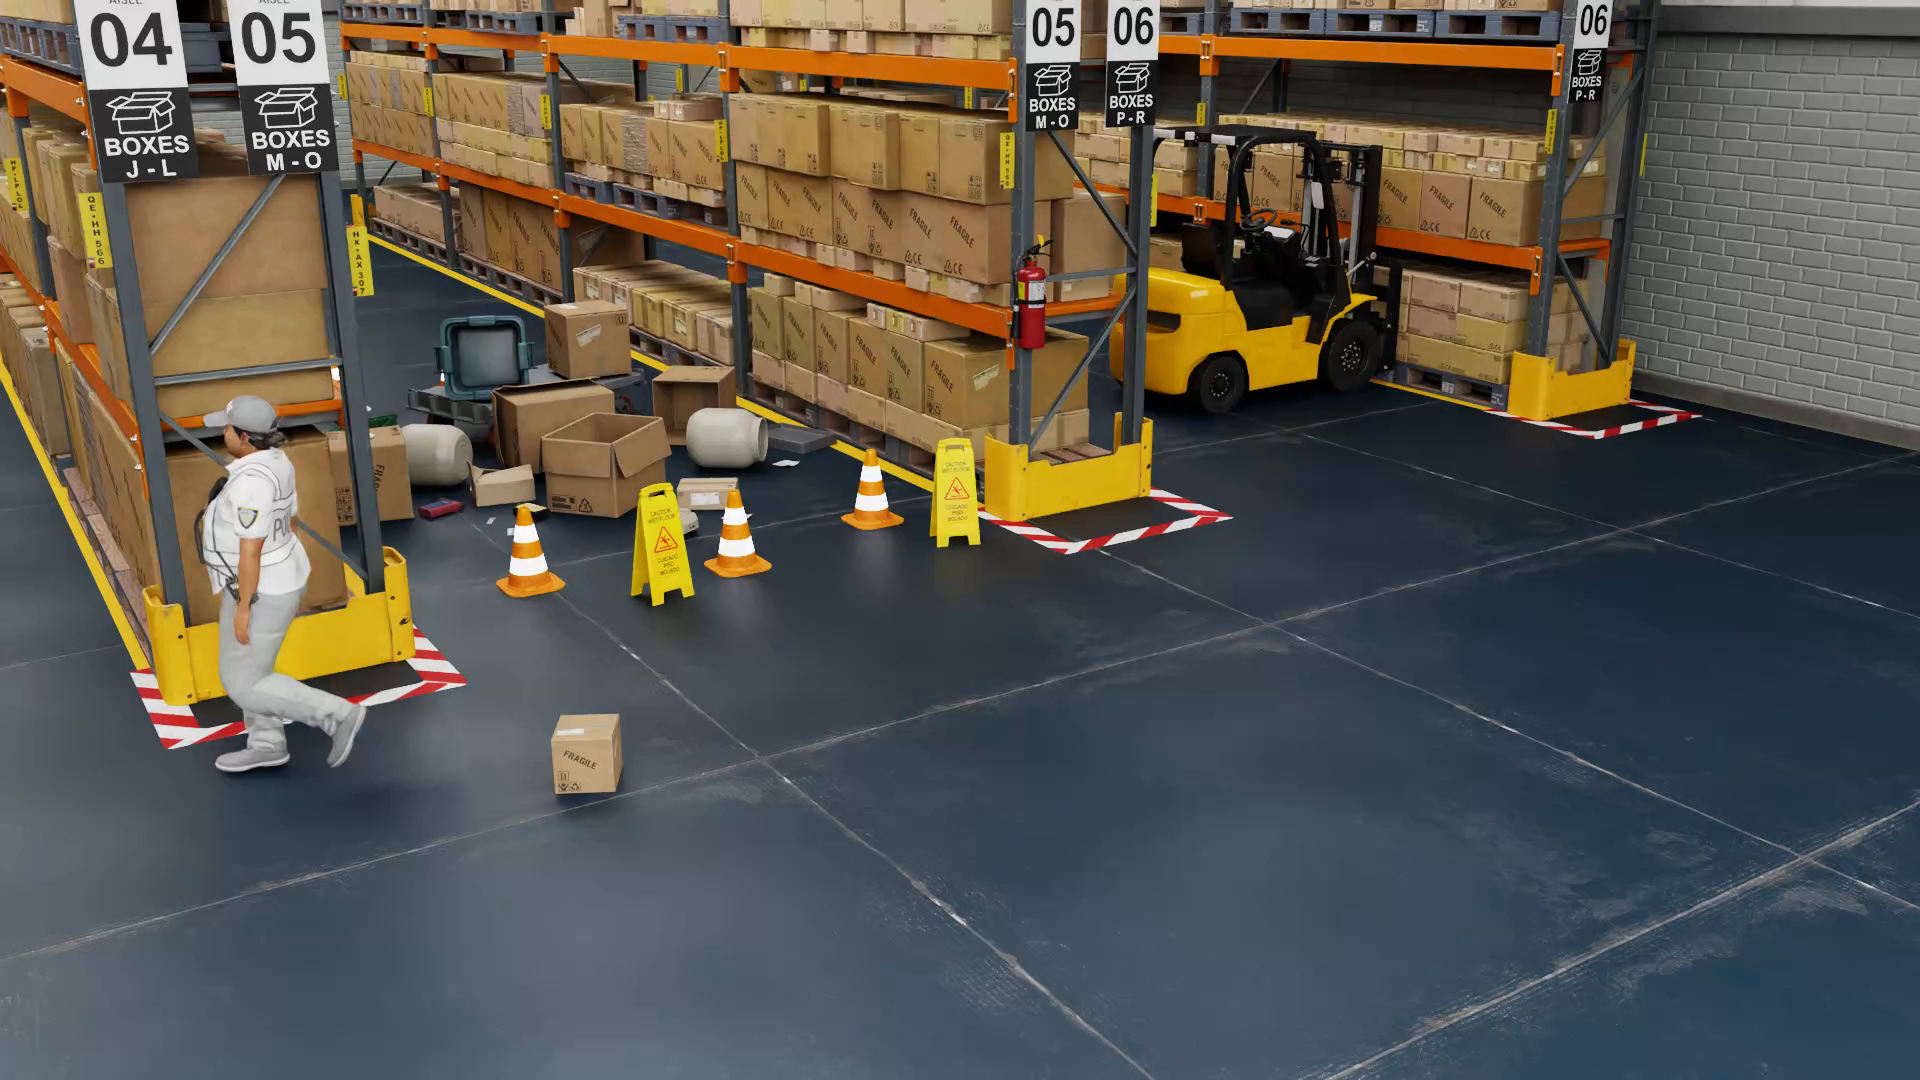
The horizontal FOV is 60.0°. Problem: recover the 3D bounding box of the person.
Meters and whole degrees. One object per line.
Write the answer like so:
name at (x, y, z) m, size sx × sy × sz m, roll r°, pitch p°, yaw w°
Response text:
person at (-2.861, 0.206, 6.881) m, size 0.655 × 1.641 × 0.472 m, roll -4°, pitch 19°, yaw -11°
